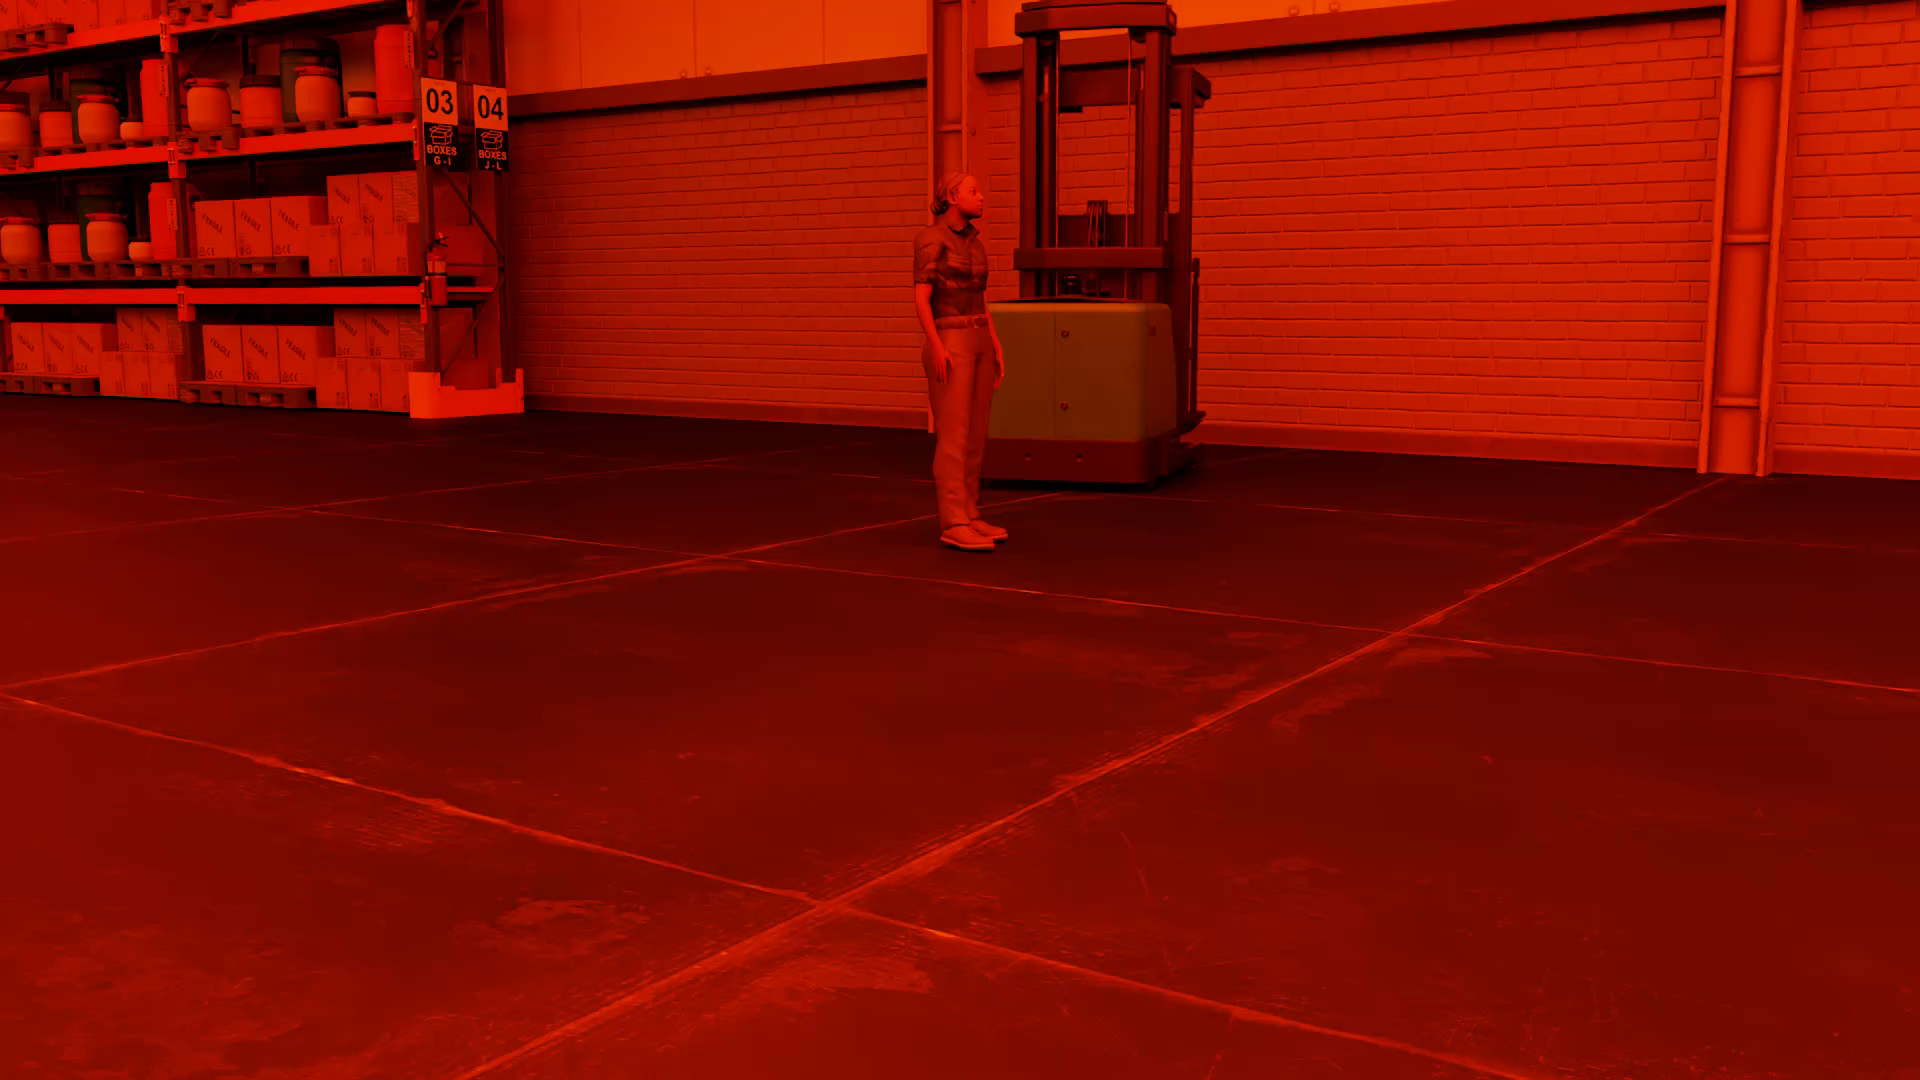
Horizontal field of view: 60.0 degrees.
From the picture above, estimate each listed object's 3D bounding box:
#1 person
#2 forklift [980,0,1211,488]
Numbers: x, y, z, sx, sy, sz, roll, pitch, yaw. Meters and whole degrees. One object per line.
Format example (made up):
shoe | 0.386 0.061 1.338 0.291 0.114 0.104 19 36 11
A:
person | 0.061 -0.816 7.422 0.504 1.654 0.570 5 10 34
forklift | 0.984 -1.917 10.675 1.130 2.935 3.031 3 8 17
